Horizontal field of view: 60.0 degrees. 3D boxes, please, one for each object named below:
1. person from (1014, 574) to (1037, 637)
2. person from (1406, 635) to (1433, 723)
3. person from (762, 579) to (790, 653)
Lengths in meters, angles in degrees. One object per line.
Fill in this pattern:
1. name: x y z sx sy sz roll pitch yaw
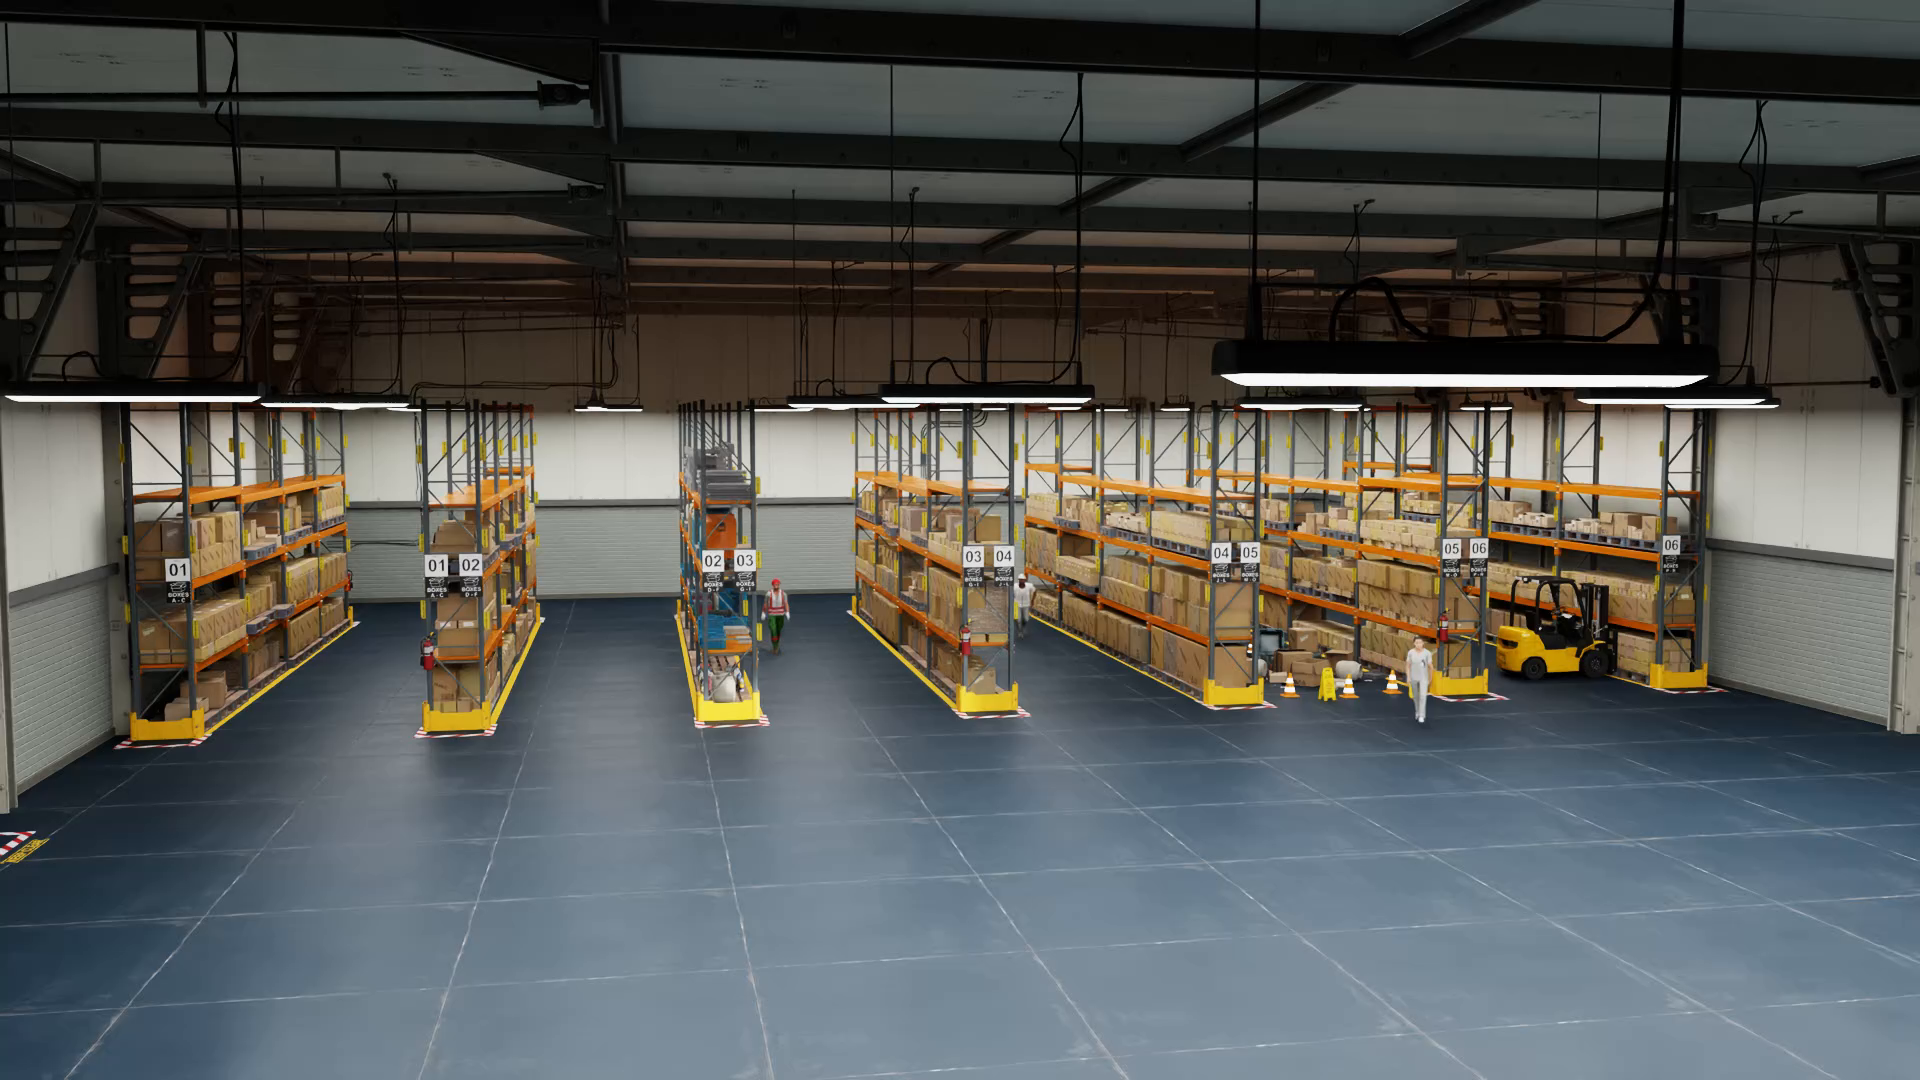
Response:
1. person: 1.599 1.679 42.582 0.739 1.668 0.691 0 4 -2
2. person: 8.470 2.569 30.736 0.465 1.621 1.036 2 5 28
3. person: -4.432 1.804 40.110 0.608 1.738 1.025 -2 5 -20
